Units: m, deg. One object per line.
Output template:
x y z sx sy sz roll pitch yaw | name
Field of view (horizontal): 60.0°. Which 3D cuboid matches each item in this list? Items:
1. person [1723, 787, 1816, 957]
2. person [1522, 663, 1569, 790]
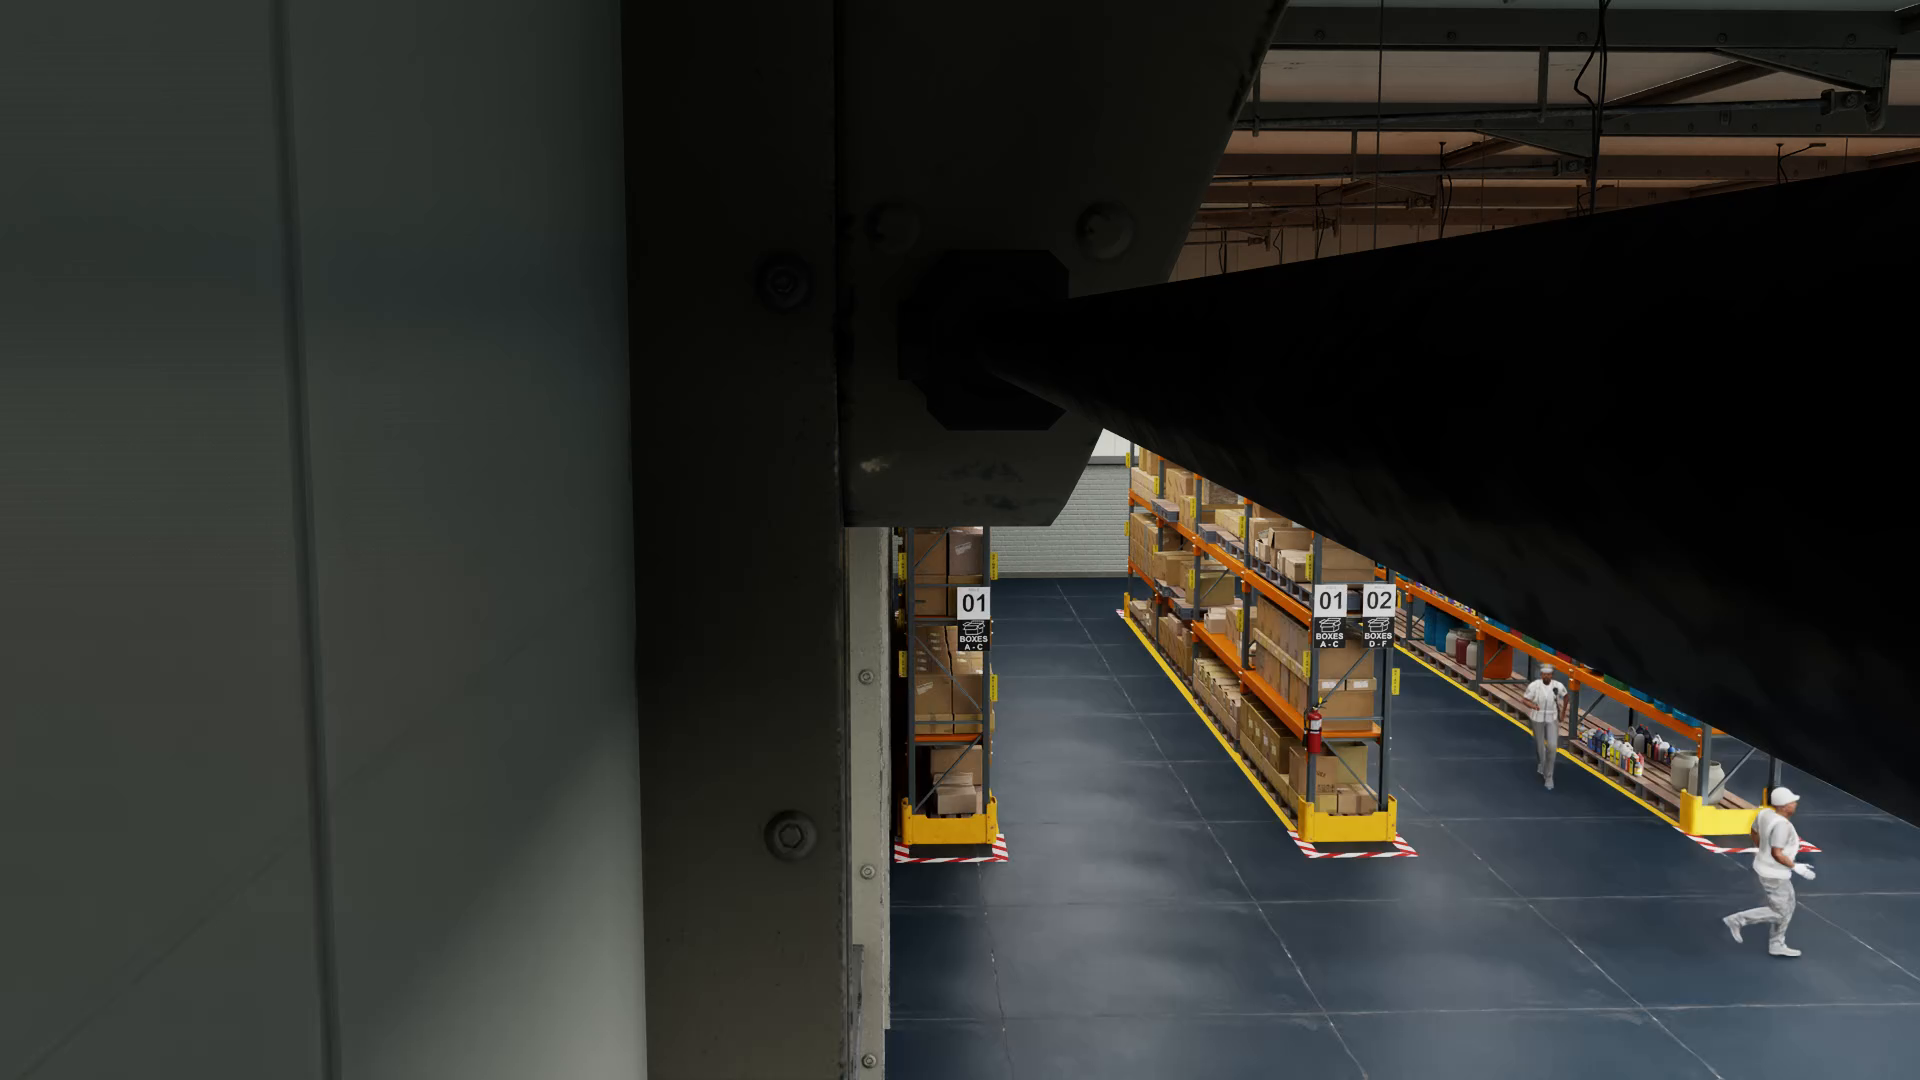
8.116 3.334 16.755 0.784 1.742 0.673 2 7 12 | person
8.142 2.538 23.196 0.592 1.706 0.853 3 8 20 | person
